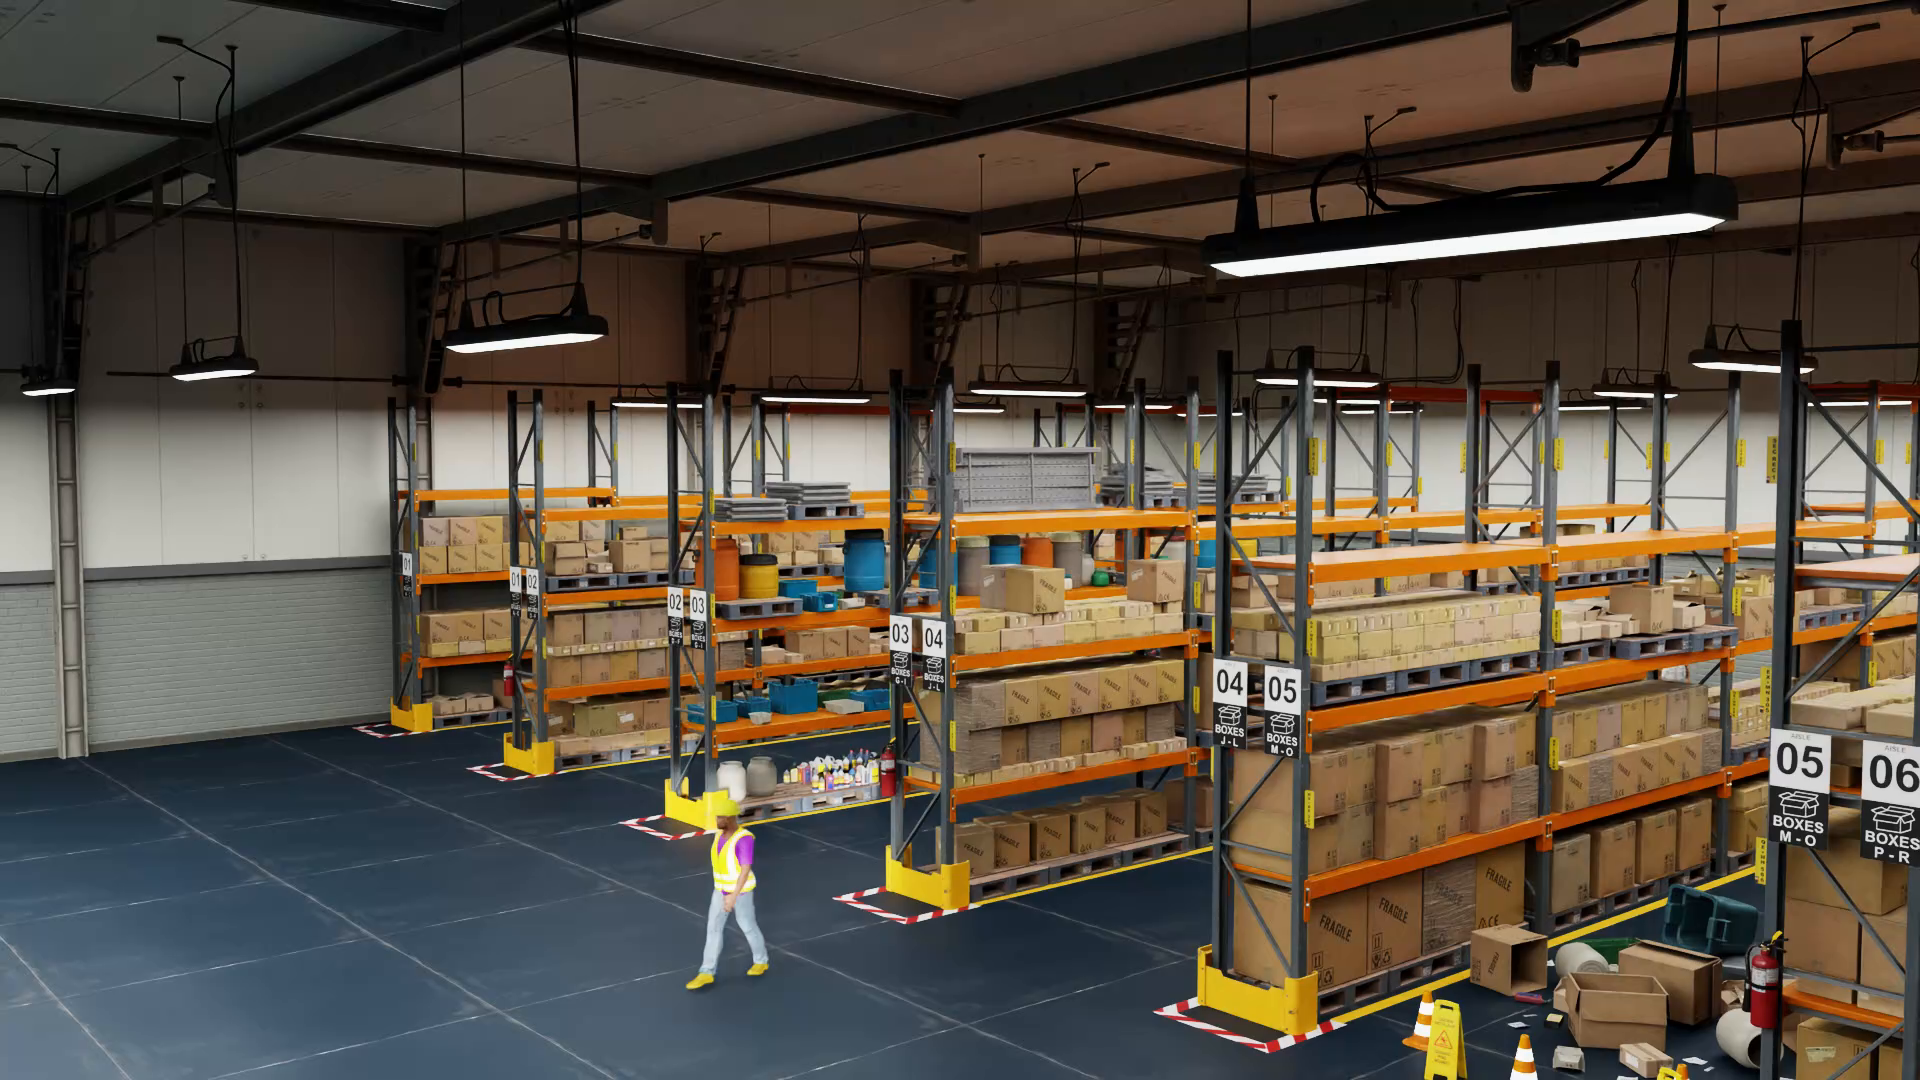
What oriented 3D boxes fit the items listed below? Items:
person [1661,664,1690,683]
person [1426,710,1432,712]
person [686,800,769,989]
[{"bbox_3d":[13.158,2.553,30.626,0.508,1.640,0.796,1,3,13],"label":"person"},{"bbox_3d":[6.279,3.036,22.012,0.576,1.834,0.685,-2,4,-36],"label":"person"},{"bbox_3d":[-2.225,3.343,15.881,0.599,1.722,0.930,3,4,40],"label":"person"}]
